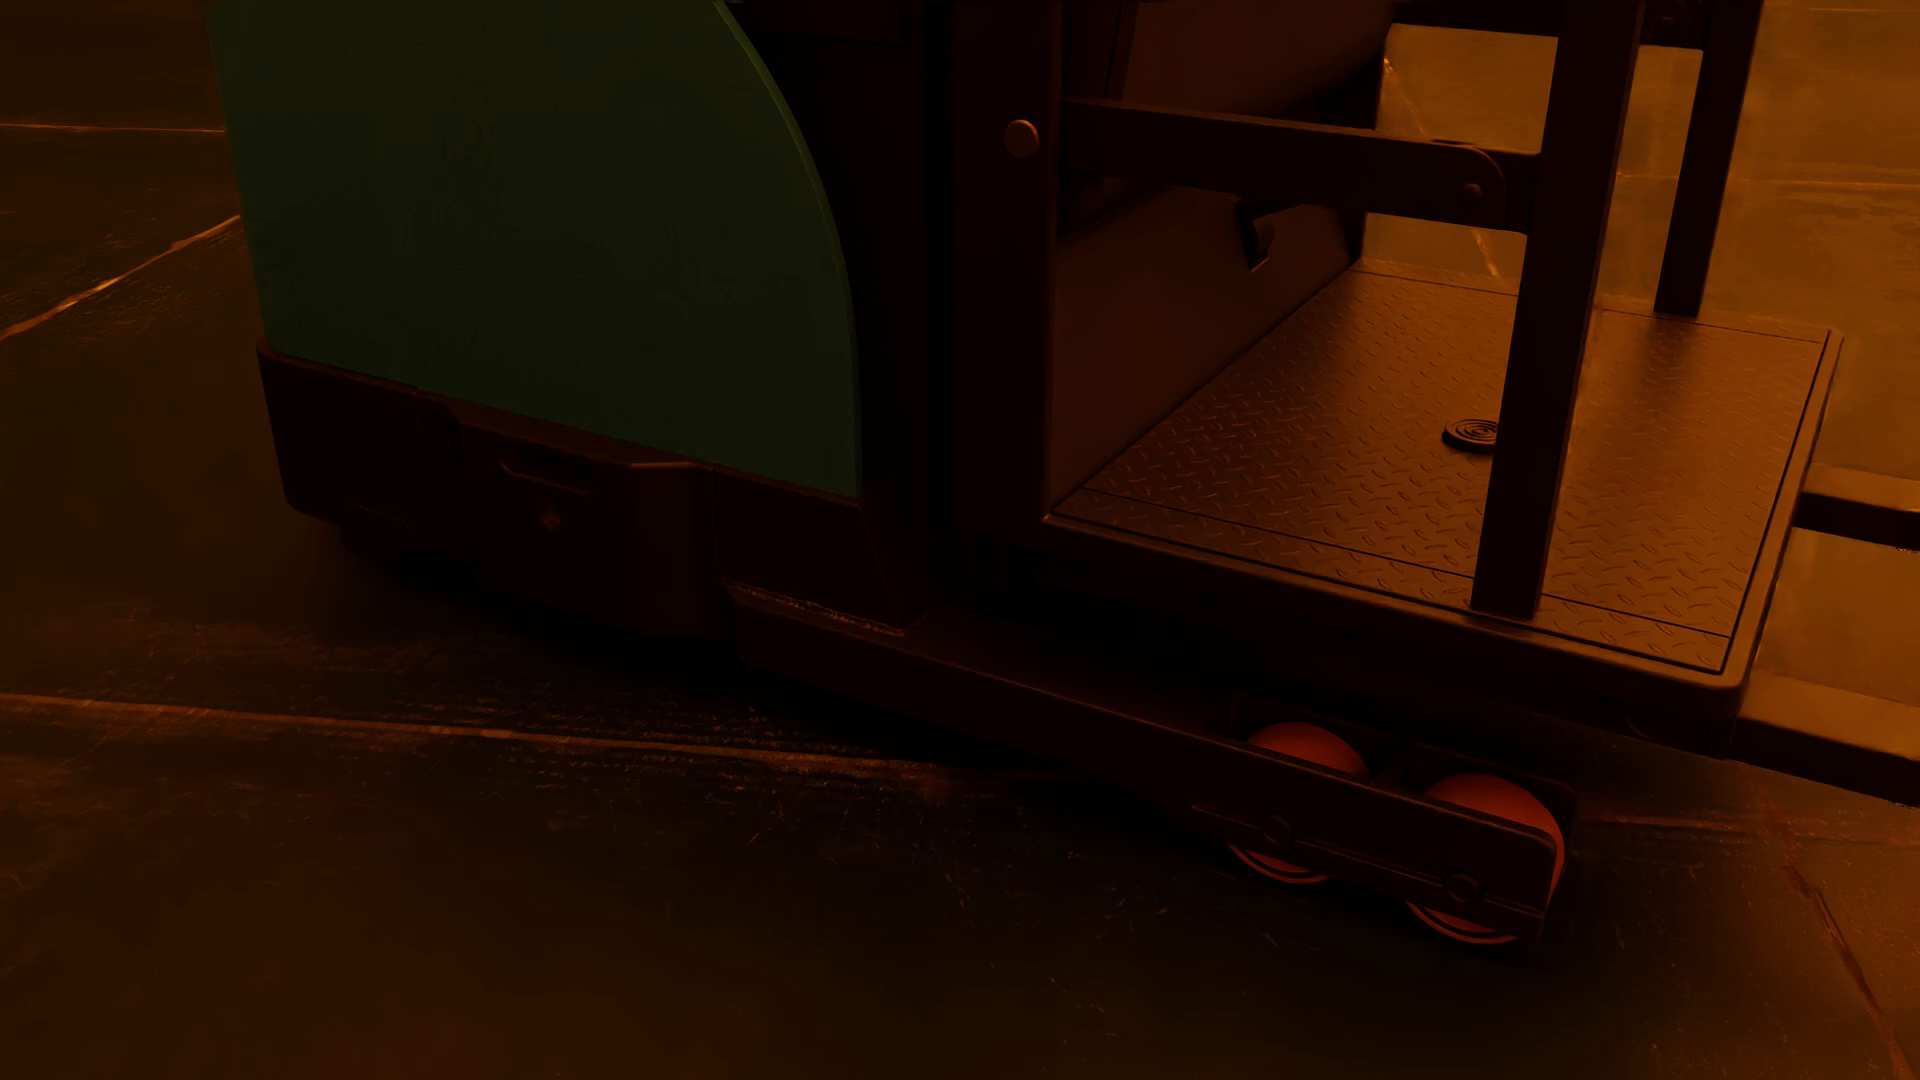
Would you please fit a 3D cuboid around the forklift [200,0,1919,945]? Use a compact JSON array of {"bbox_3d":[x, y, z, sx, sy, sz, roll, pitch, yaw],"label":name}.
[{"bbox_3d":[0.529,-1.176,1.574,3.031,2.935,1.130,14,30,26],"label":"forklift"}]
